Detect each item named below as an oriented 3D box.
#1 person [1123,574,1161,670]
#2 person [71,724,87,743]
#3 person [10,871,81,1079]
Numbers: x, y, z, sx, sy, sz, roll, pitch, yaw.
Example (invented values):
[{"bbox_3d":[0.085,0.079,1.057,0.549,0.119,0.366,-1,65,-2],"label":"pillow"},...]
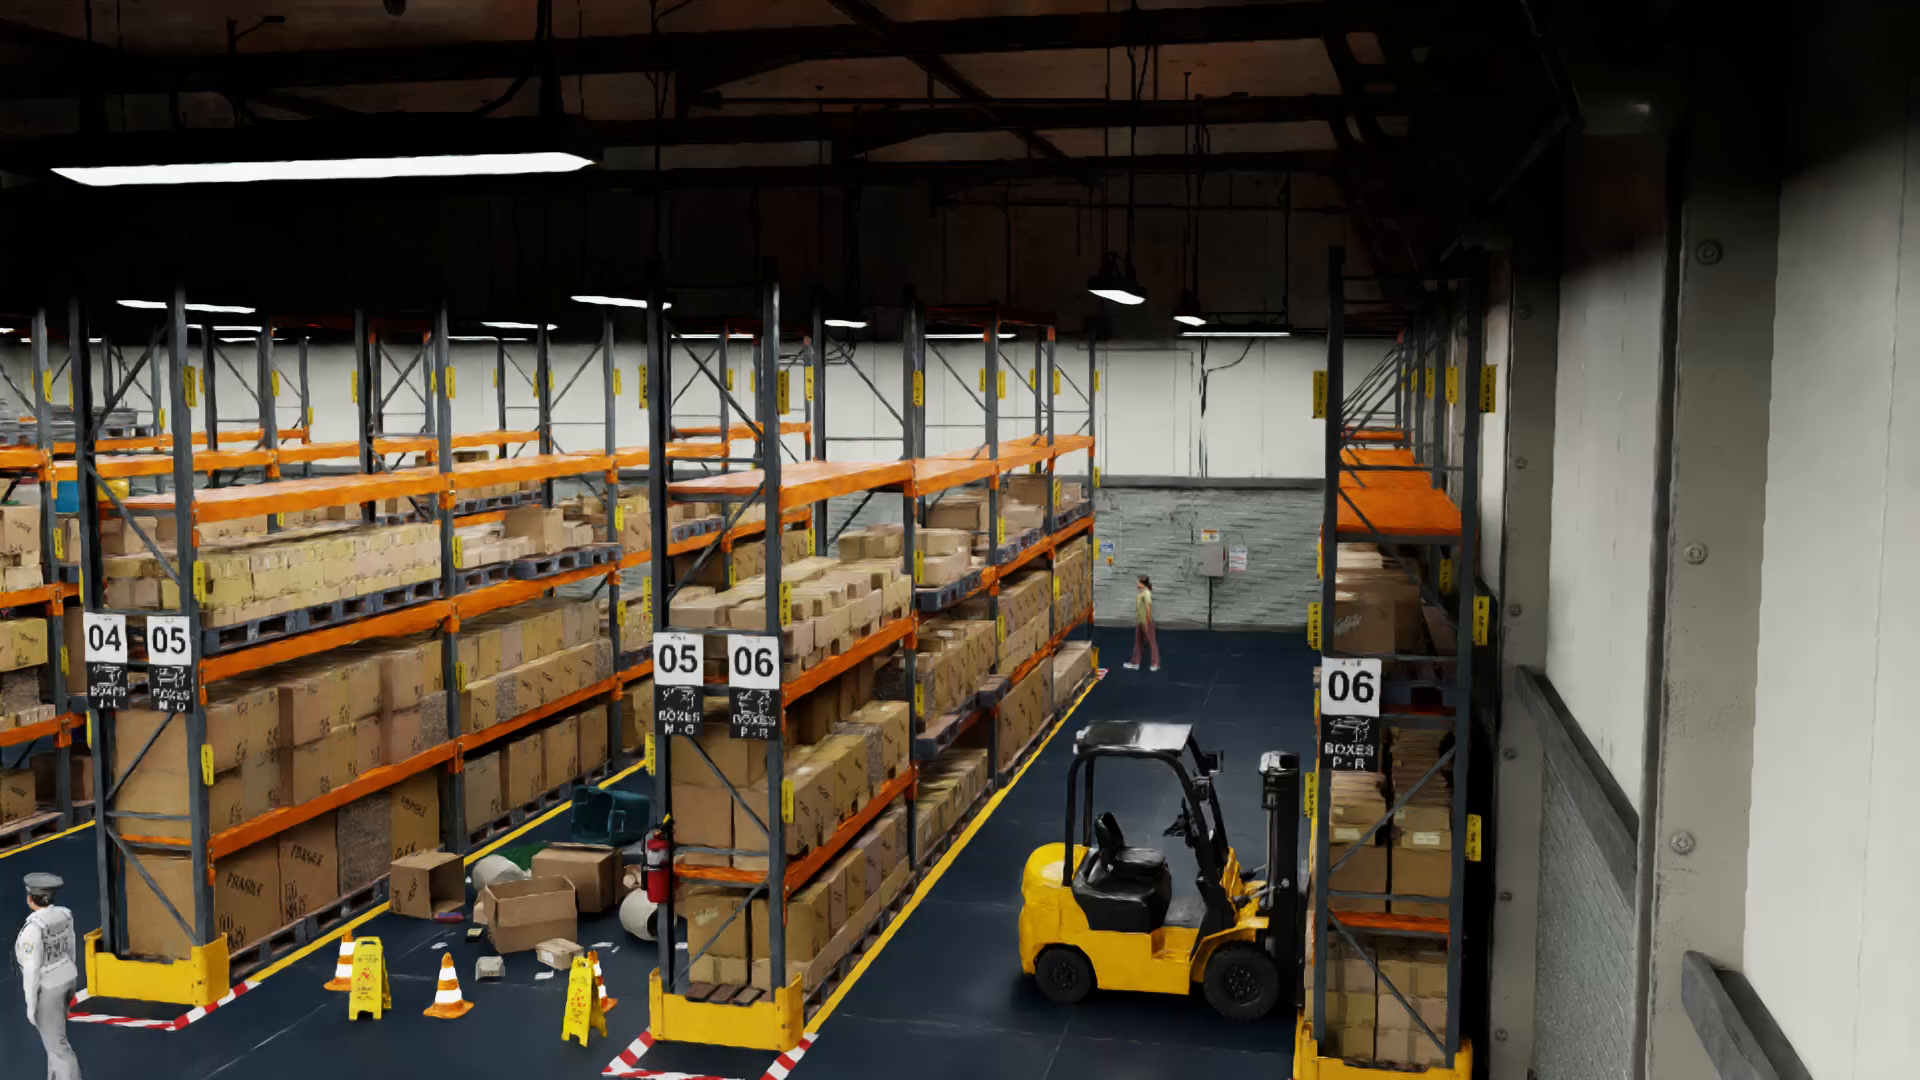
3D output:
[{"bbox_3d":[3.177,1.420,28.856,0.621,1.664,0.575,-1,6,-7],"label":"person"},{"bbox_3d":[-11.379,2.156,21.589,0.562,1.640,0.612,5,7,38],"label":"person"},{"bbox_3d":[-6.372,3.161,11.639,0.507,1.669,0.577,0,6,1],"label":"person"}]
